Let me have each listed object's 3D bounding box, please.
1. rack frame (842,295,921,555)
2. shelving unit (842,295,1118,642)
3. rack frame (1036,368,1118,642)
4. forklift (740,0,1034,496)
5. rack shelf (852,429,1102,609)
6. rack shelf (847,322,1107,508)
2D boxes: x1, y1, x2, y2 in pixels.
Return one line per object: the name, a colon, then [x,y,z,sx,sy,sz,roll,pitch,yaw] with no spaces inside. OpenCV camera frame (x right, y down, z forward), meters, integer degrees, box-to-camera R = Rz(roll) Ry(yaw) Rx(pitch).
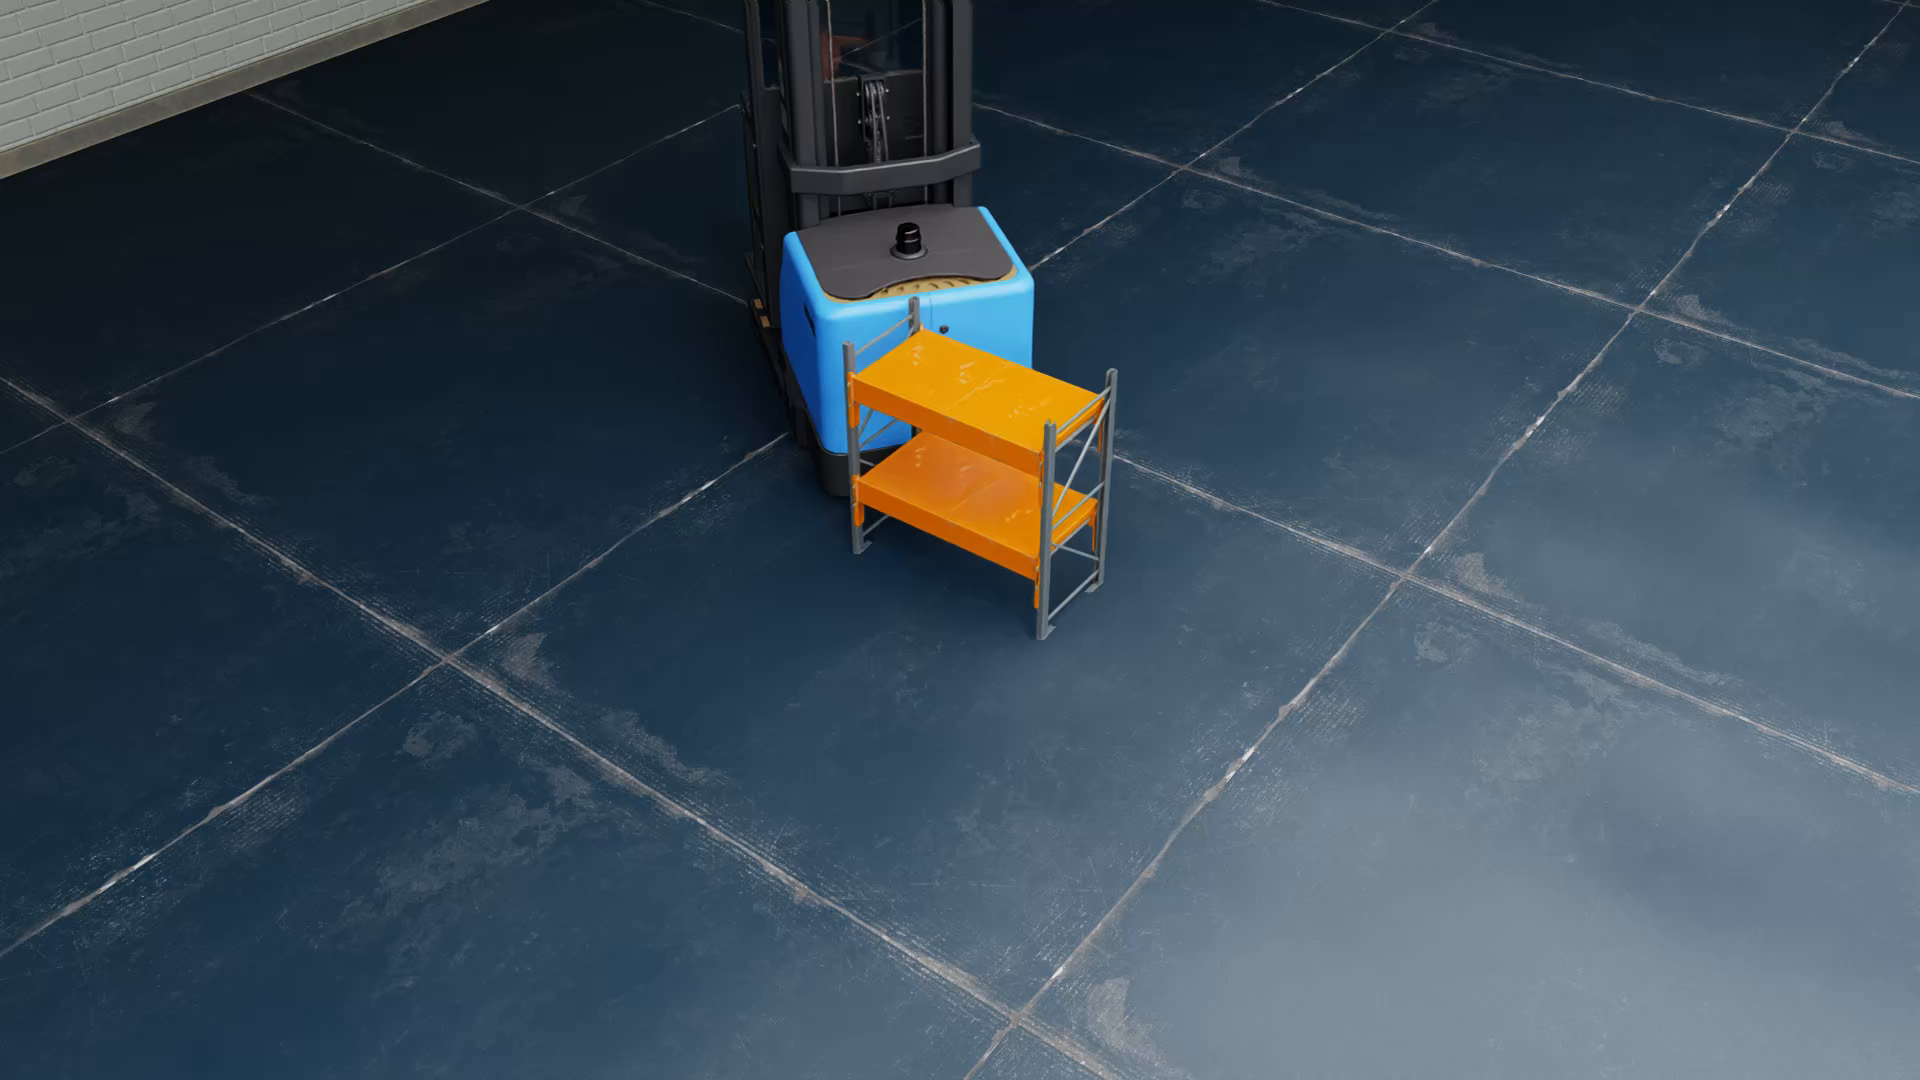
rack frame: [-0.335,-0.501,7.477,0.032,1.125,0.500,24,44,28]
shelving unit: [0.076,-0.317,7.242,1.048,1.125,0.538,24,44,28]
rack frame: [0.488,-0.133,7.007,0.032,1.125,0.500,24,44,28]
forklift: [-0.546,-2.274,8.277,1.130,2.935,3.031,-10,39,-13]
rack shelf: [0.076,-0.124,7.393,1.000,0.278,0.538,24,44,28]
rack shelf: [0.076,-0.547,7.062,1.000,0.278,0.538,24,44,28]
